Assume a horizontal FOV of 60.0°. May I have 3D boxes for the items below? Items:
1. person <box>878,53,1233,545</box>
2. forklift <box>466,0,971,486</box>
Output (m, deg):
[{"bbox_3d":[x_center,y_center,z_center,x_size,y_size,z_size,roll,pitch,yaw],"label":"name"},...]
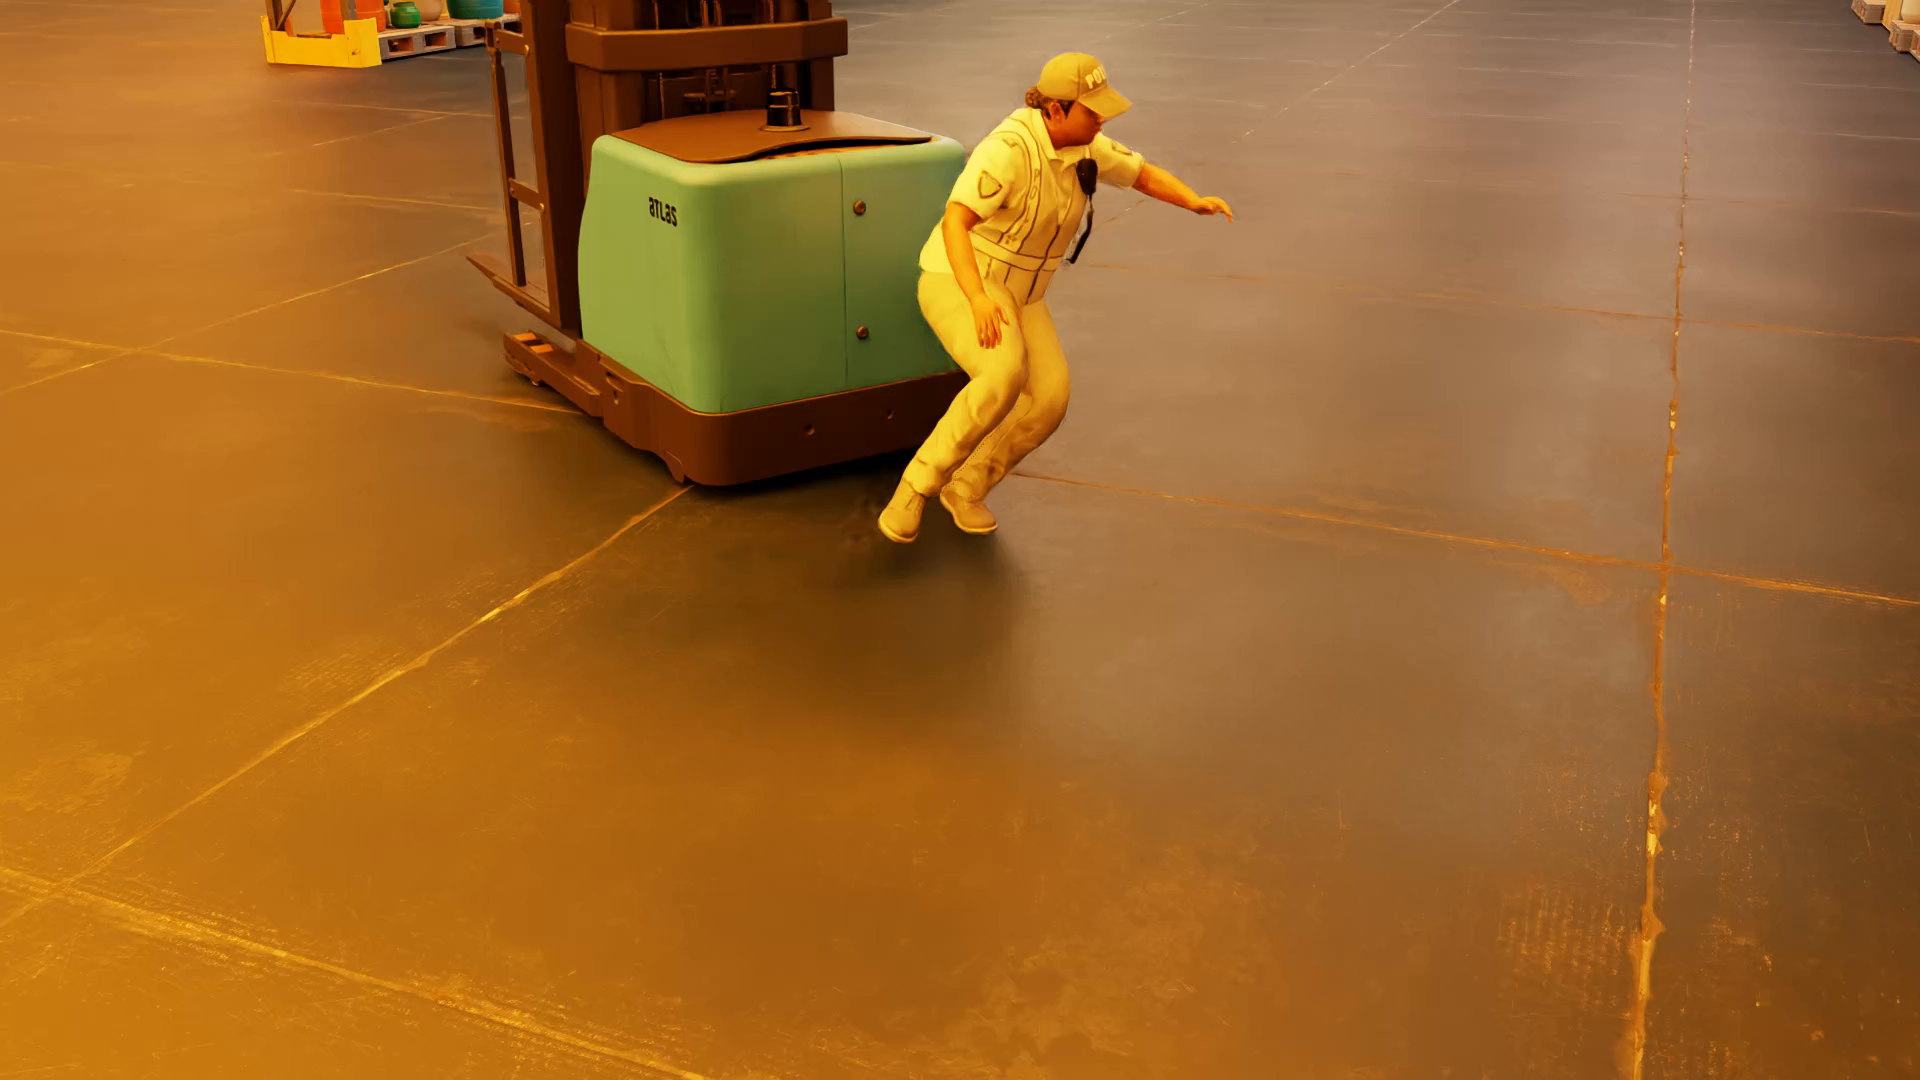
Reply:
[{"bbox_3d":[0.206,-0.691,4.935,0.912,1.434,1.127,16,28,33],"label":"person"},{"bbox_3d":[-1.177,-2.042,6.179,1.130,2.935,3.031,-14,26,-30],"label":"forklift"}]
